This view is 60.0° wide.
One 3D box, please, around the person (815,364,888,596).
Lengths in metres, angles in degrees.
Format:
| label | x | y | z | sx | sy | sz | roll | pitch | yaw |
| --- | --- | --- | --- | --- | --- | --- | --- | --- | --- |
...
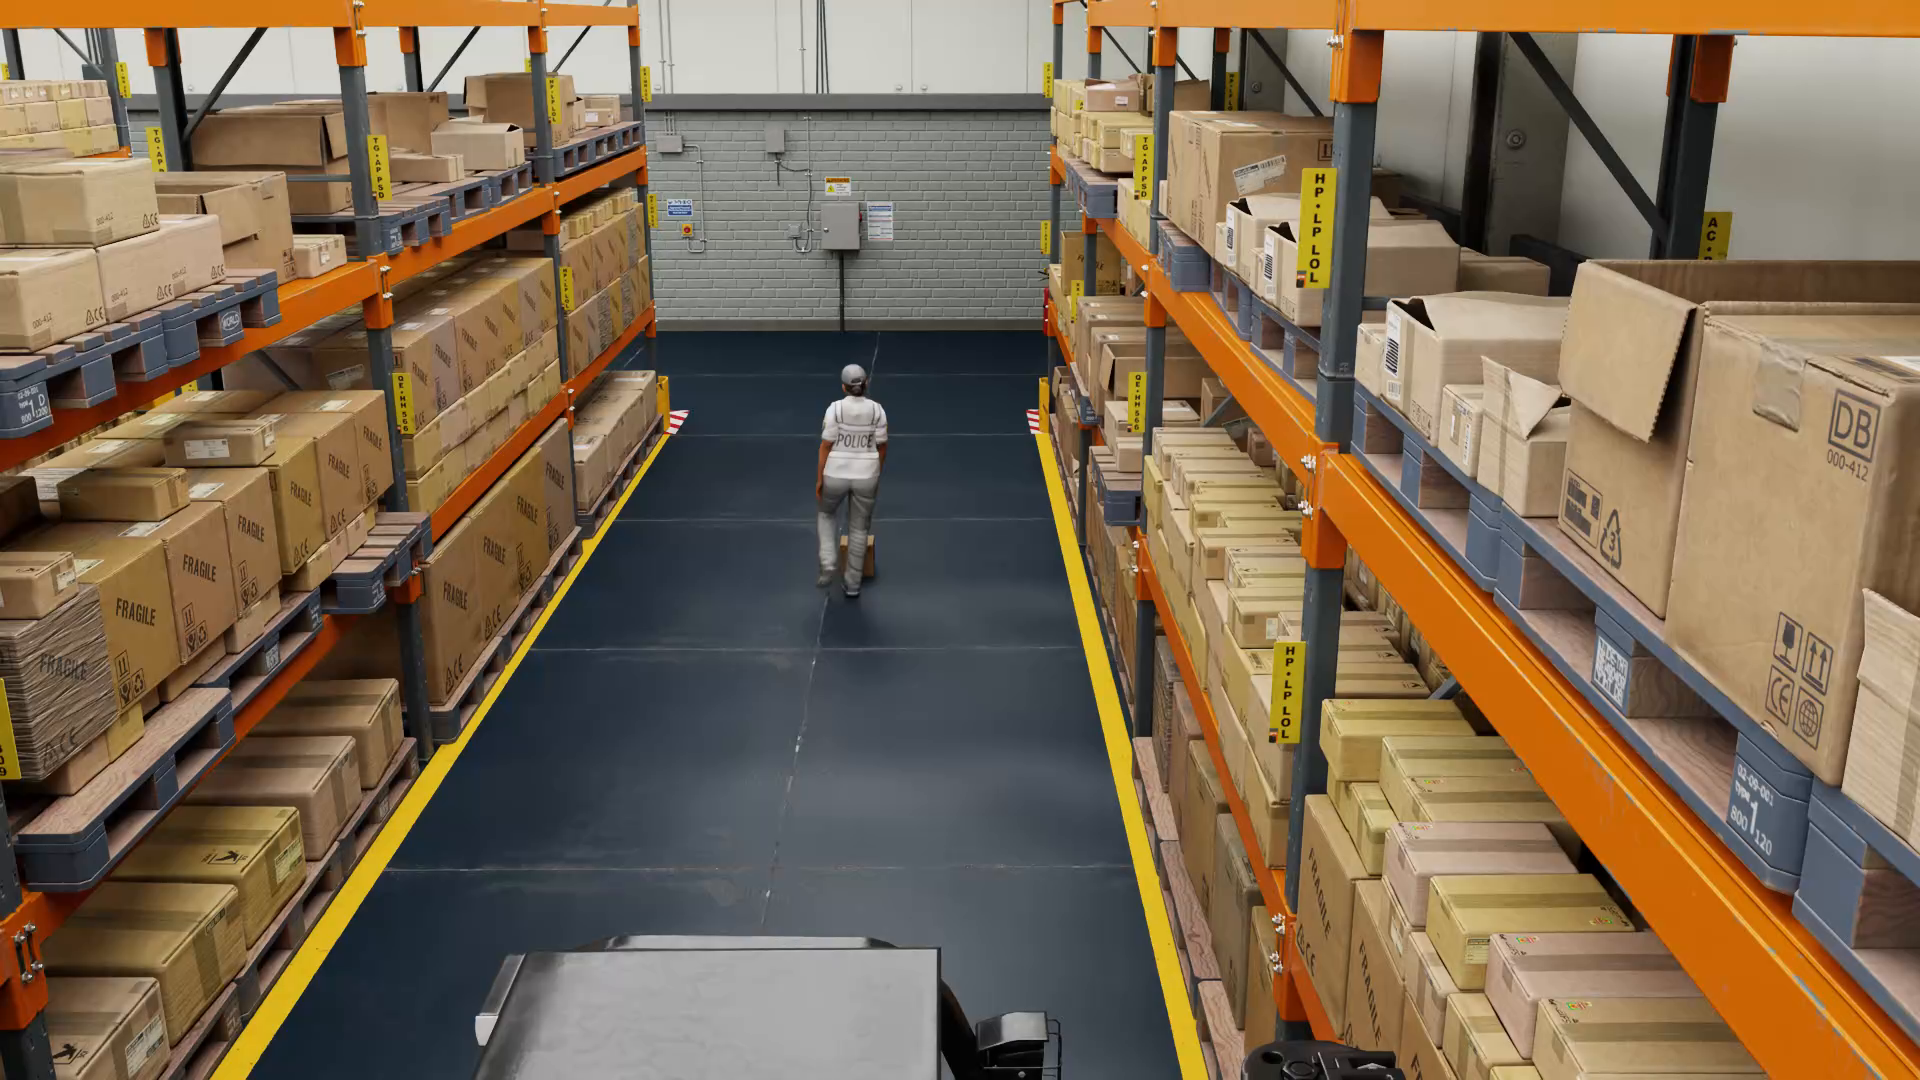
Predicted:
| label | x | y | z | sx | sy | sz | roll | pitch | yaw |
| --- | --- | --- | --- | --- | --- | --- | --- | --- | --- |
| person | -0.787 | -0.437 | 11.931 | 0.544 | 1.676 | 0.489 | -3 | 17 | -8 |
